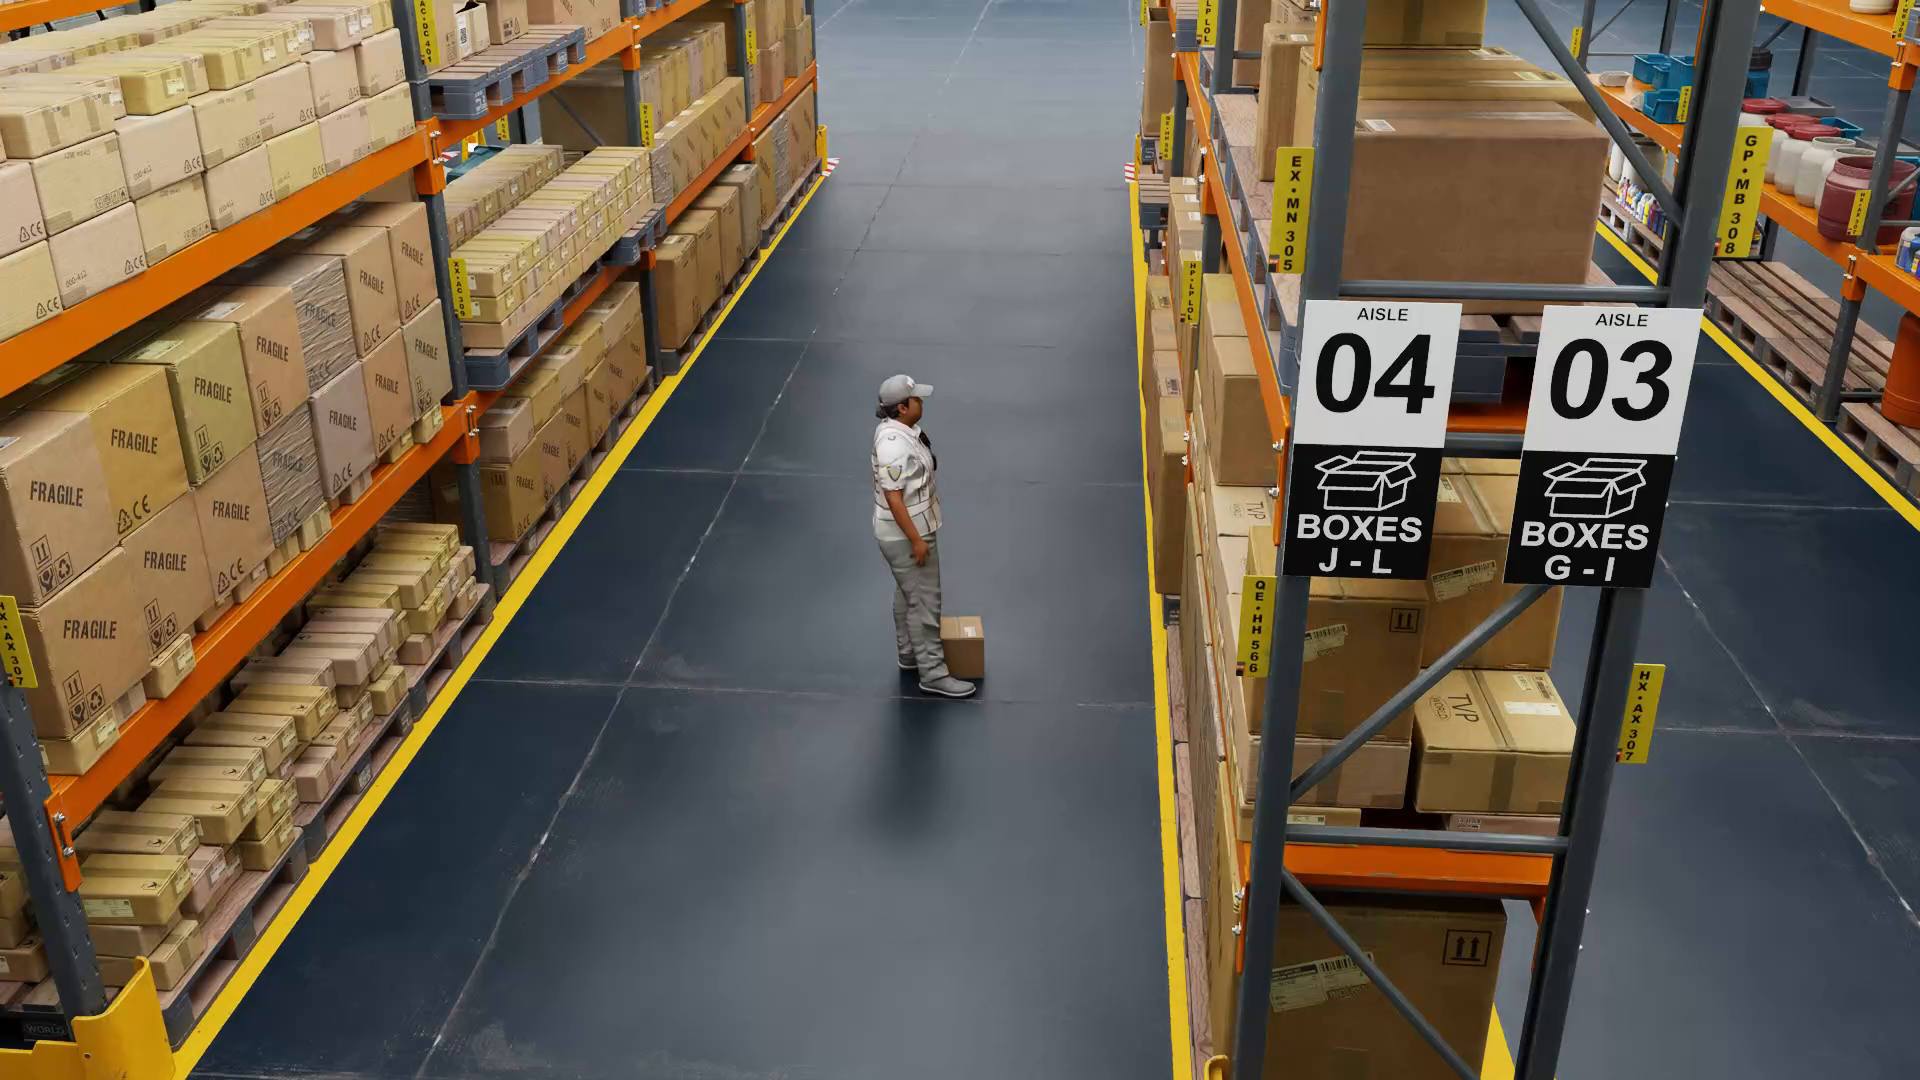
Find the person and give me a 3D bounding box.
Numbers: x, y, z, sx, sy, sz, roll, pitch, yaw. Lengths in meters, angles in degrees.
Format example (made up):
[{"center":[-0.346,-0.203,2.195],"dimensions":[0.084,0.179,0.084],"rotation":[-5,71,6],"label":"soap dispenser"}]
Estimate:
[{"center":[-0.190,-0.045,8.673],"dimensions":[0.529,1.670,0.598],"rotation":[-1,25,-2],"label":"person"}]
